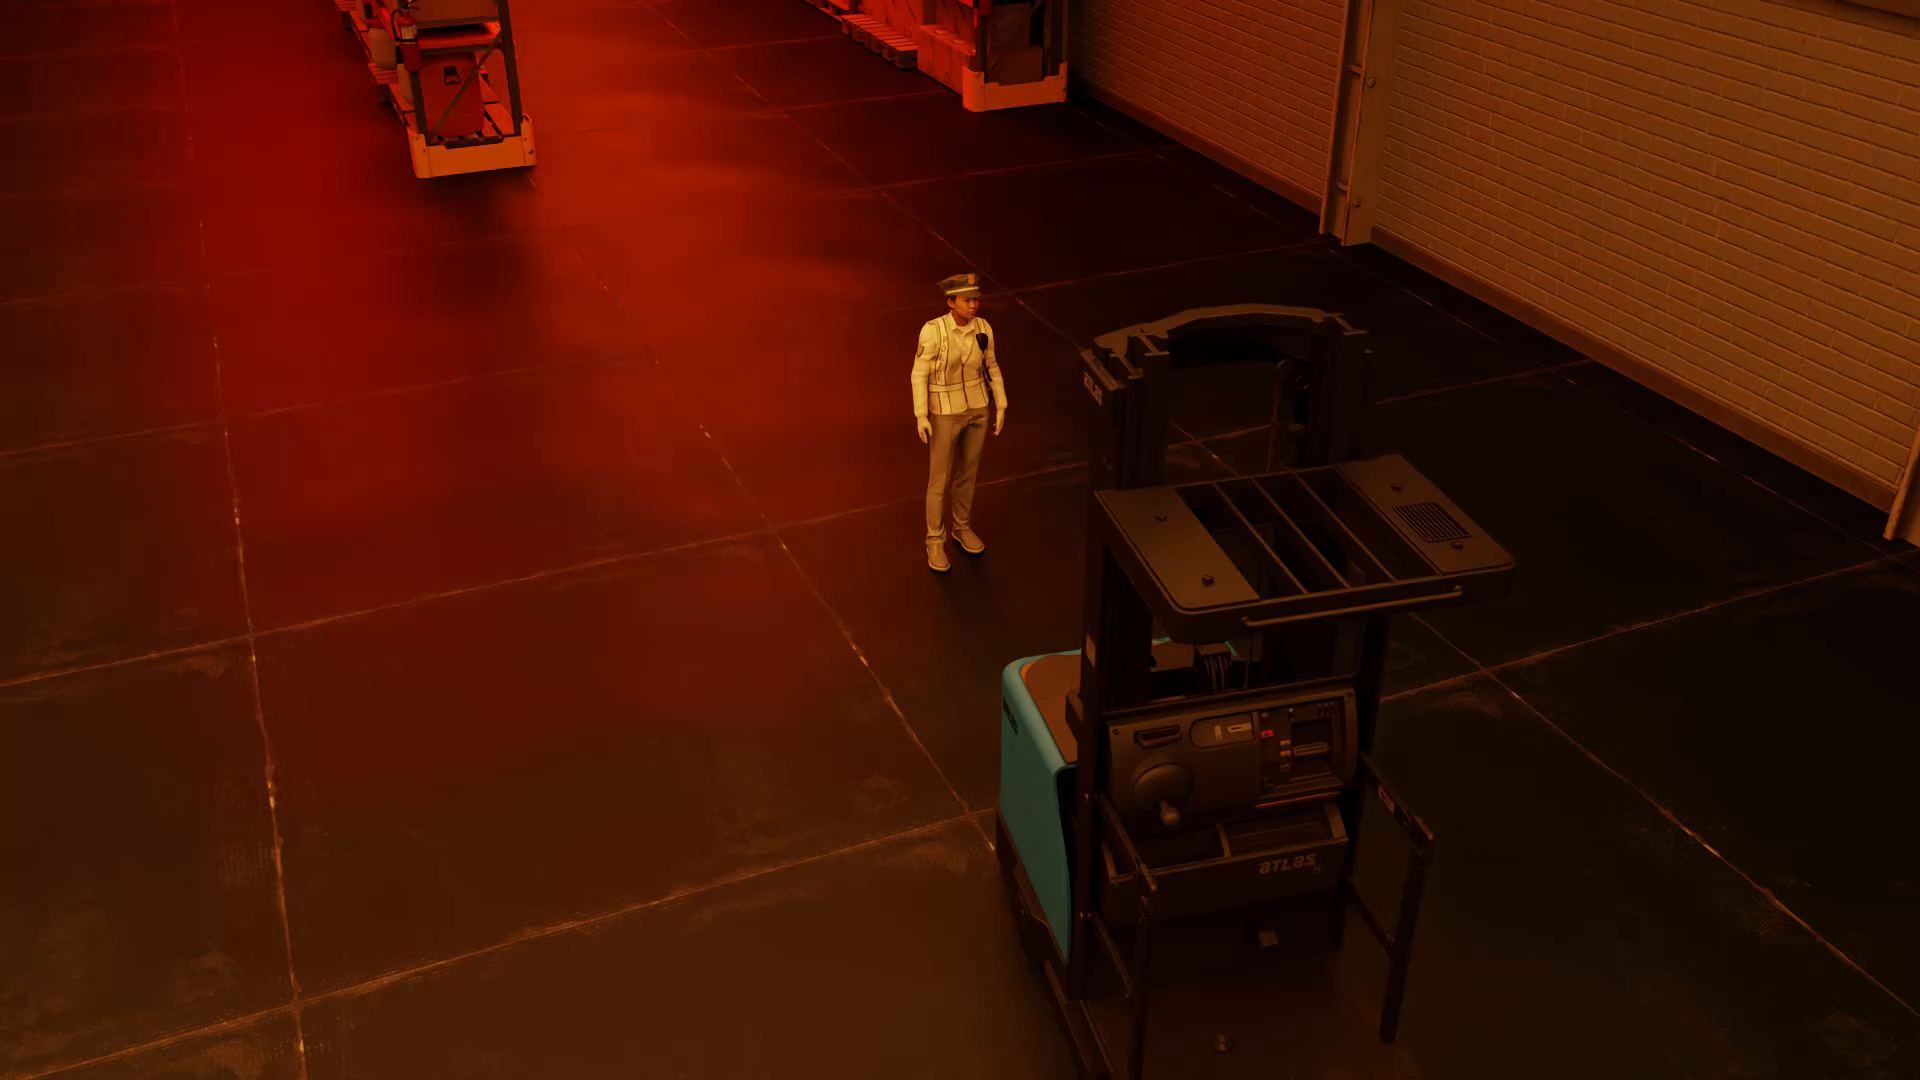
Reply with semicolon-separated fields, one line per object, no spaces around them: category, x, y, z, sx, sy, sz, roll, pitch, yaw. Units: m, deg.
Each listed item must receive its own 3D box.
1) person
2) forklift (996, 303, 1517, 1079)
person;0.021;-0.709;9.591;0.586;1.694;0.530;-12;32;-20
forklift;1.027;0.813;5.699;1.130;2.935;3.031;-7;31;-13
